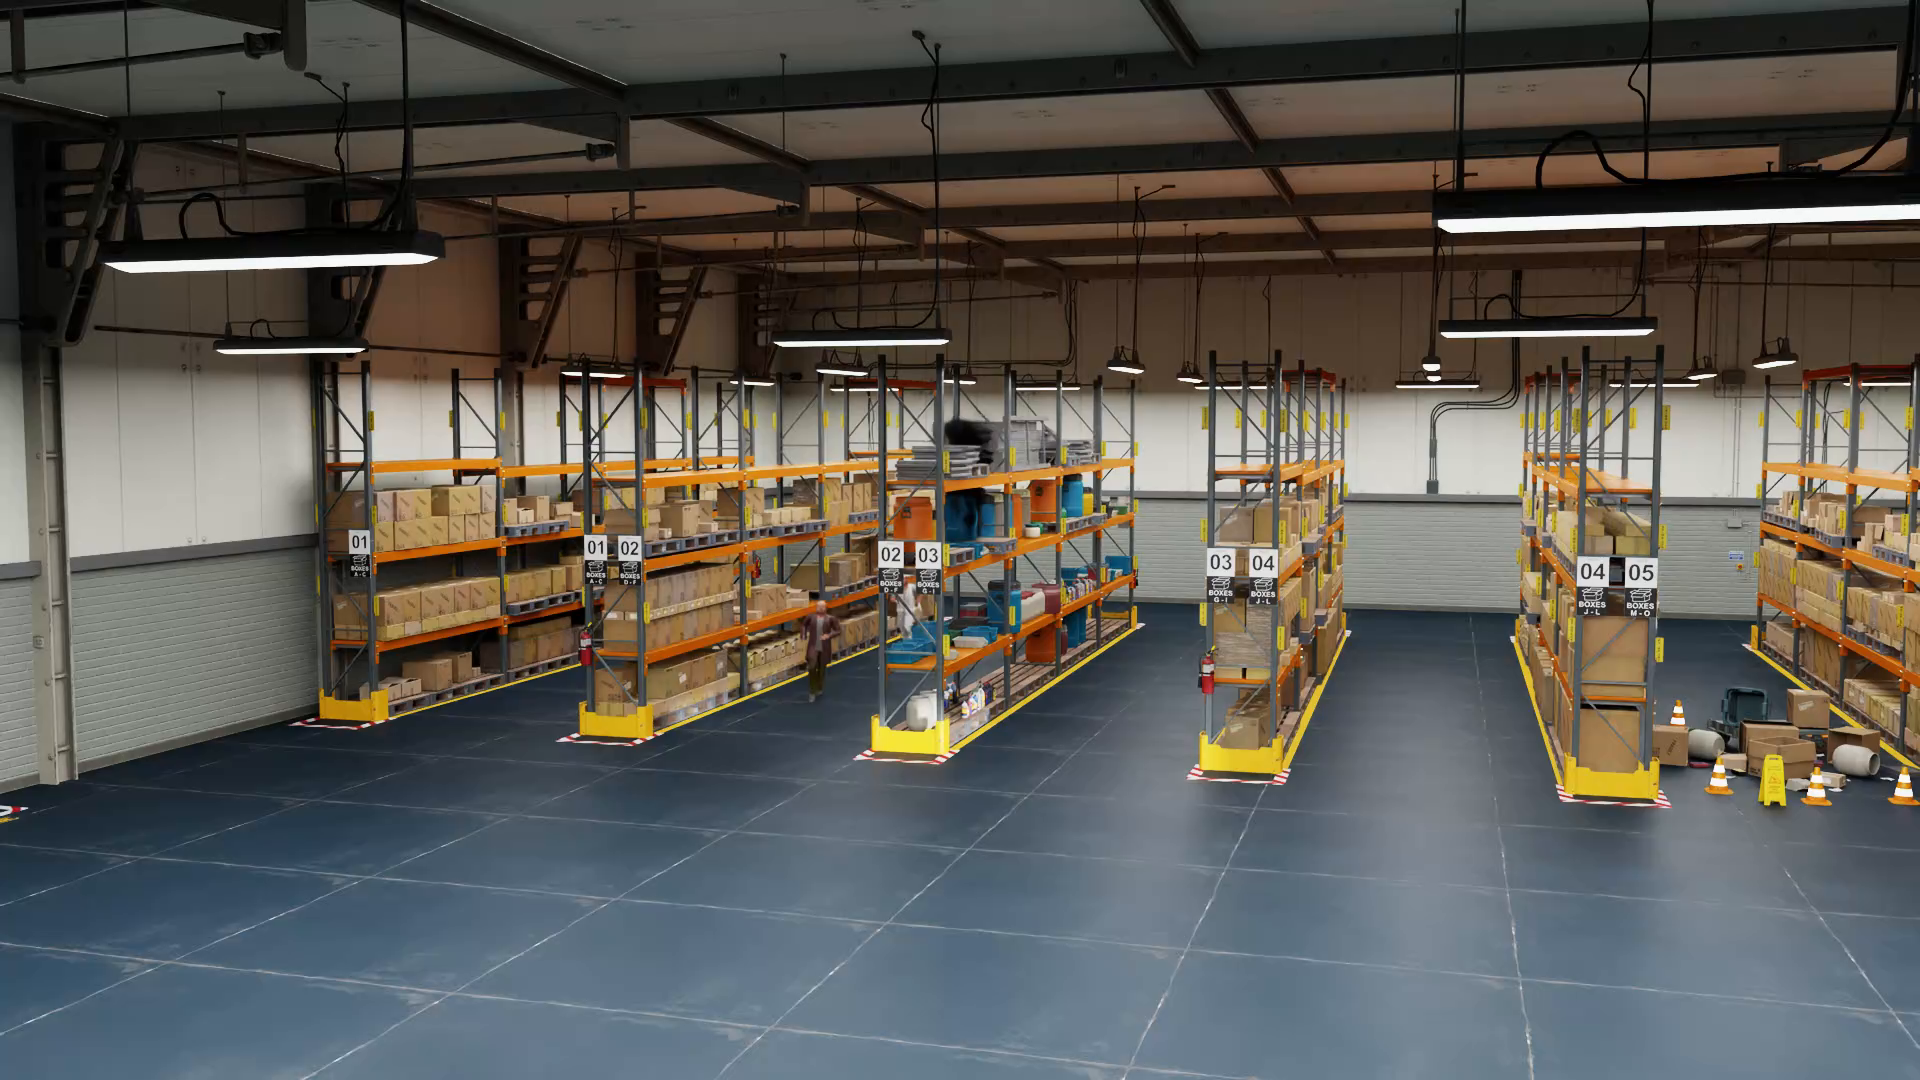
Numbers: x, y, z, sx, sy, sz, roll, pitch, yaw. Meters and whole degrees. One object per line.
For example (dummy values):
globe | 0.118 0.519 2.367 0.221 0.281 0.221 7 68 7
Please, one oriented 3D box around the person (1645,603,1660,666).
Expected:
person | 13.946 1.728 33.968 0.696 1.704 0.577 0 4 2

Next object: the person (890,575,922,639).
person | -1.162 1.577 35.487 0.638 1.829 0.840 1 4 14

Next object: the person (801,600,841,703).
person | -2.494 2.003 29.849 0.741 1.859 0.702 0 4 2
